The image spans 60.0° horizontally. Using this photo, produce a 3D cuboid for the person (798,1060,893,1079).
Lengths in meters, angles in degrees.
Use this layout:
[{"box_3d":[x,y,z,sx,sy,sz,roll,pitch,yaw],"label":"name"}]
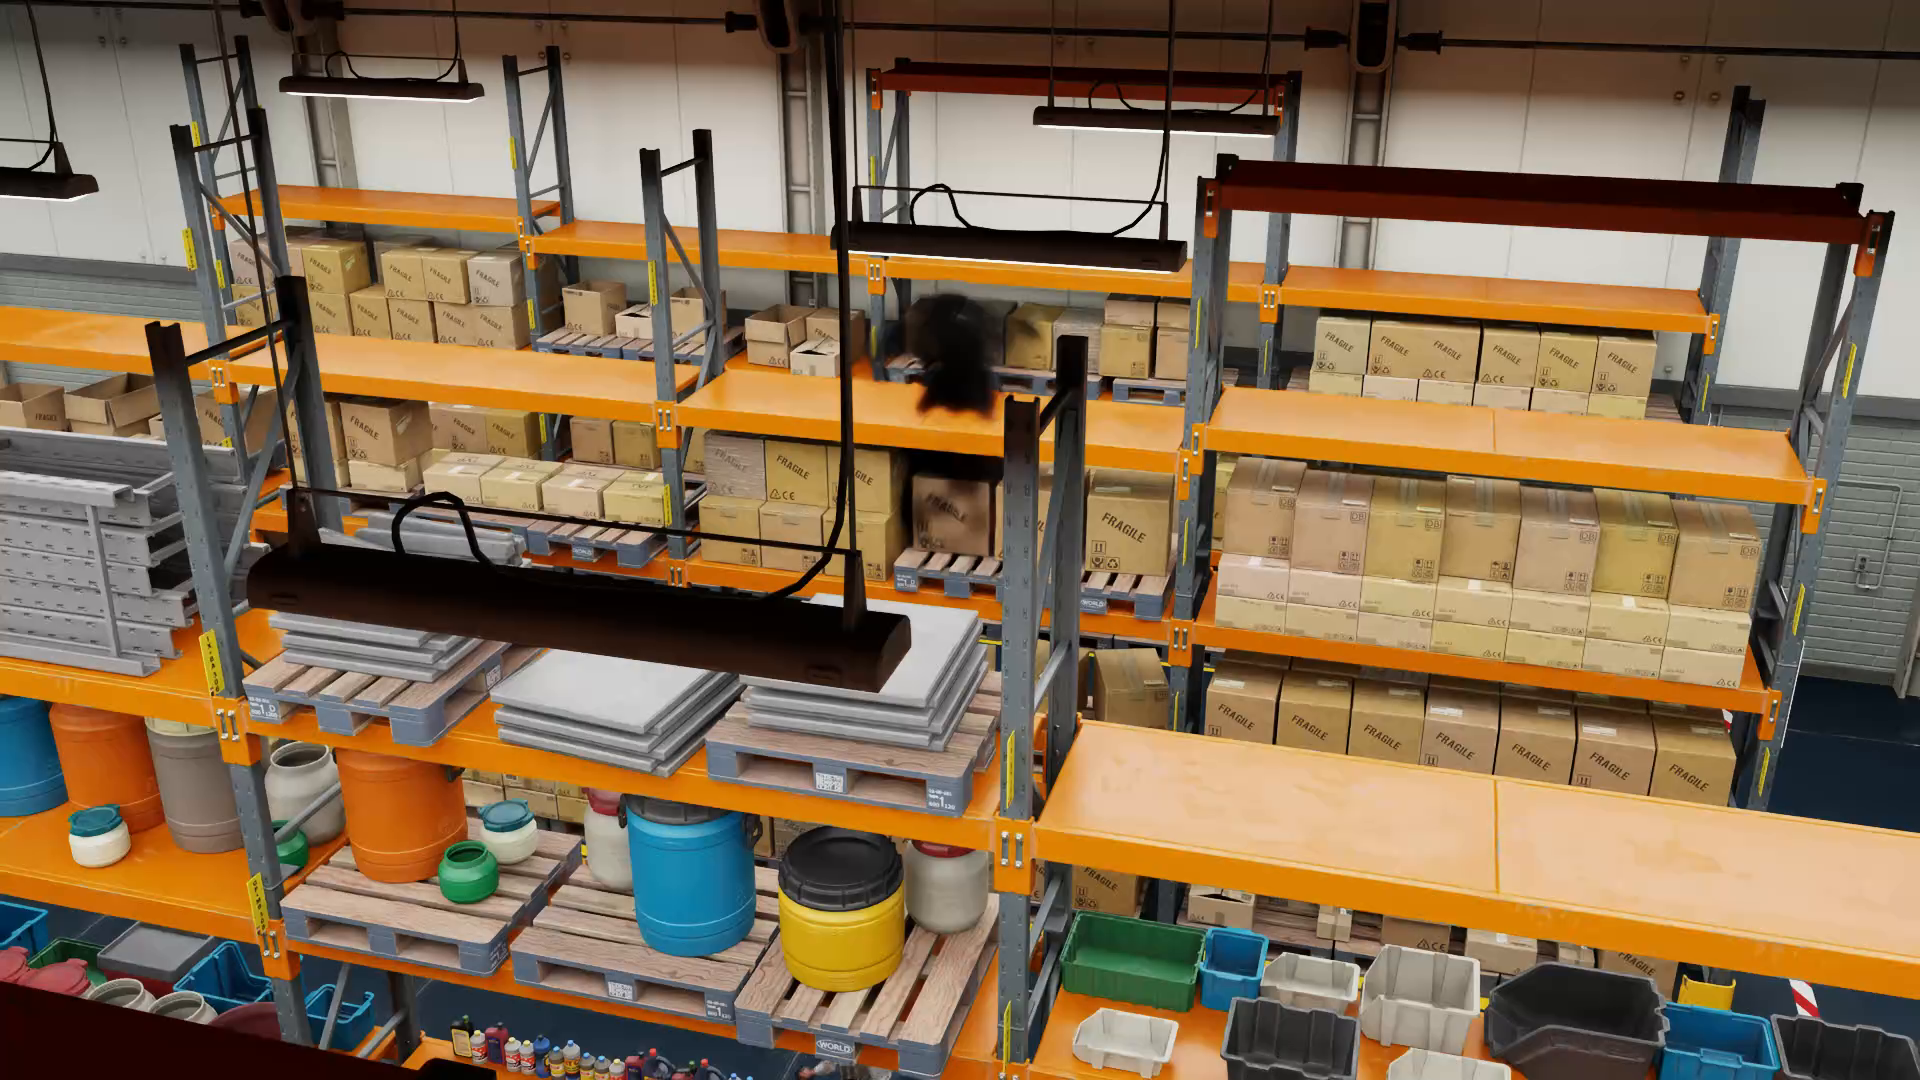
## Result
[{"box_3d":[-0.625,3.411,10.556,0.706,1.509,0.545,14,27,31],"label":"person"}]
